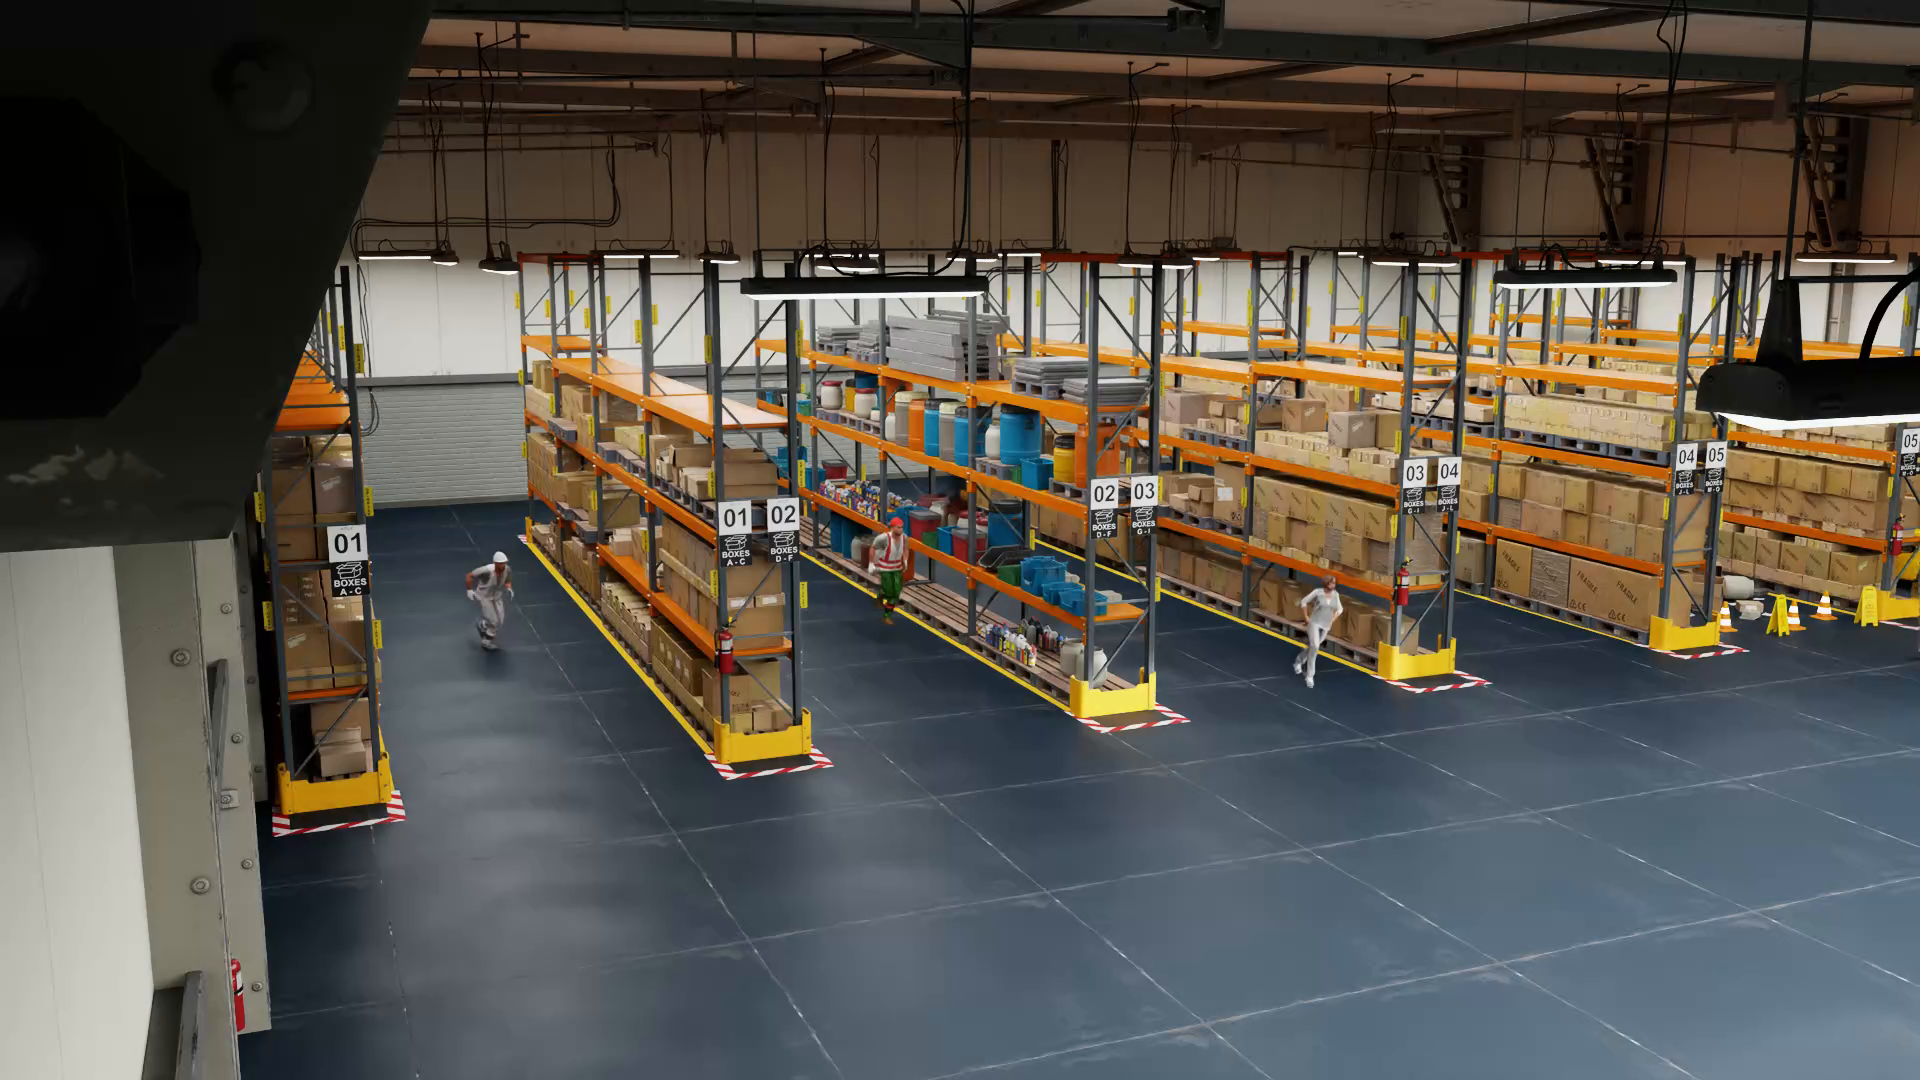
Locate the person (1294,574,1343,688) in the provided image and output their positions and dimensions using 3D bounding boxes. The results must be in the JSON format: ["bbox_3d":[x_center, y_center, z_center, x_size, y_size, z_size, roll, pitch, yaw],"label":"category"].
[{"bbox_3d":[5.146,1.245,23.896,0.671,1.555,0.801,-3,11,-18],"label":"person"}]

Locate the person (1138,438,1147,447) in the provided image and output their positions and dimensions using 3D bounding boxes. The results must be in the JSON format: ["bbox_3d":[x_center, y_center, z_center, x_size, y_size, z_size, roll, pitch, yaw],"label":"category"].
[{"bbox_3d":[4.392,-1.966,41.226,0.634,1.629,0.613,-8,13,-36],"label":"person"}]

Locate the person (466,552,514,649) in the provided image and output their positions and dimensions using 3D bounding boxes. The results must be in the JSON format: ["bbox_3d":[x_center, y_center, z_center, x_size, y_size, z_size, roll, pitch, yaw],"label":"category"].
[{"bbox_3d":[-7.190,0.944,25.500,0.795,1.589,0.699,10,14,44],"label":"person"}]

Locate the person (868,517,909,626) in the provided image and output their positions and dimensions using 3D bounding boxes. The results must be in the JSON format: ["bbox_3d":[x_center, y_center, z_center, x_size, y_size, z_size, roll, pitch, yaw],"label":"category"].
[{"bbox_3d":[-1.113,0.471,26.118,0.672,1.723,0.715,-7,12,-34],"label":"person"}]
